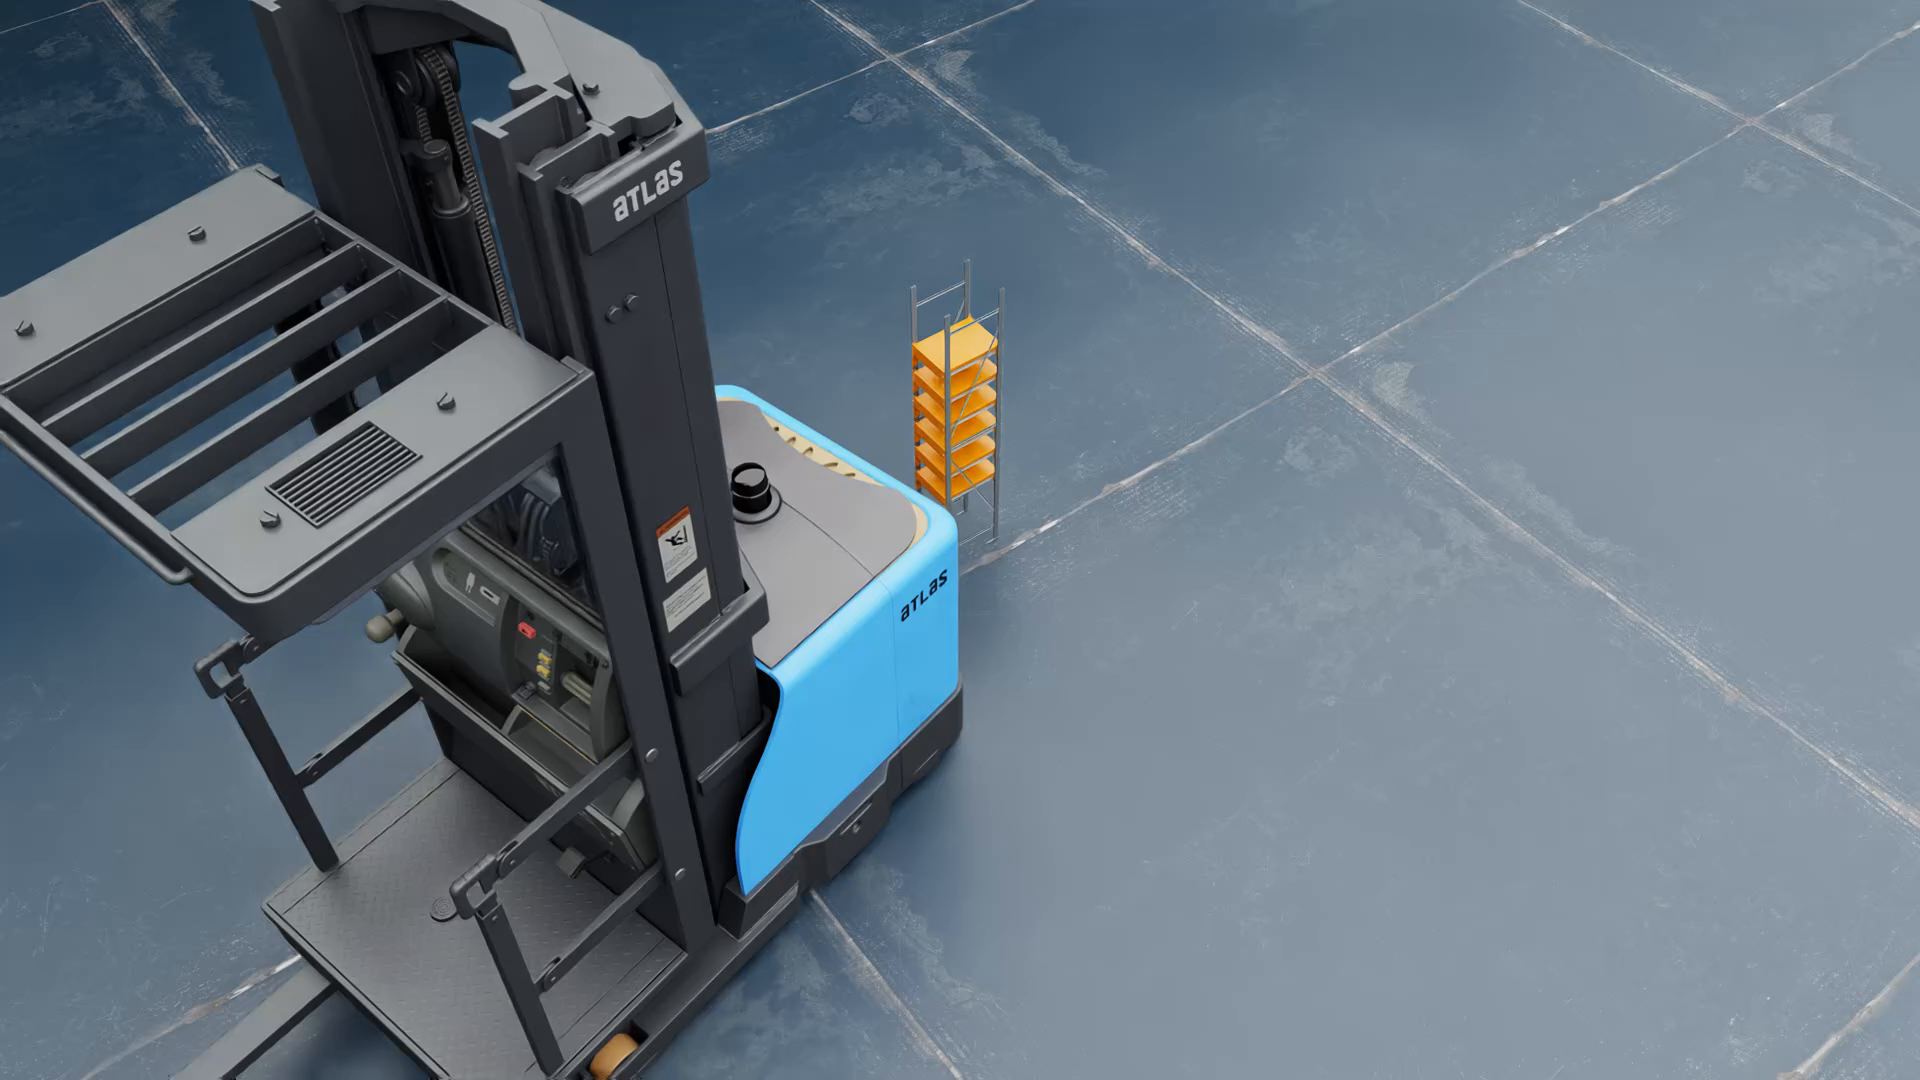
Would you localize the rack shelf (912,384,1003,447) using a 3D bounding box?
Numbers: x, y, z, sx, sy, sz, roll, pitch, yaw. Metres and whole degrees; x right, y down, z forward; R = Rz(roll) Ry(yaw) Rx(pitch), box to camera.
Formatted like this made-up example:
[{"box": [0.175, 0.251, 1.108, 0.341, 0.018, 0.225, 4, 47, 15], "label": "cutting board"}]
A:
[{"box": [-0.009, -0.462, 5.757, 0.258, 0.103, 0.180, -29, 54, -24], "label": "rack shelf"}]

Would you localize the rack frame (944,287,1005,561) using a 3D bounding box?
[{"box": [0.047, -0.358, 5.764, 0.240, 1.200, 0.006, -29, 54, -24], "label": "rack frame"}]

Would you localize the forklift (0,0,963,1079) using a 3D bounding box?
[{"box": [-1.313, 0.290, 4.009, 1.130, 2.935, 3.031, 31, 55, 25], "label": "forklift"}]

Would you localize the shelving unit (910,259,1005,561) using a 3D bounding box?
[{"box": [-0.009, -0.412, 5.813, 0.258, 1.200, 0.189, -29, 54, -24], "label": "shelving unit"}]

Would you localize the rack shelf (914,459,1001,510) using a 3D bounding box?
[{"box": [-0.009, -0.220, 6.024, 0.258, 0.103, 0.180, -29, 54, -24], "label": "rack shelf"}]

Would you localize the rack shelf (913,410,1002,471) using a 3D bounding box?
[{"box": [-0.009, -0.382, 5.846, 0.258, 0.103, 0.180, -29, 54, -24], "label": "rack shelf"}]

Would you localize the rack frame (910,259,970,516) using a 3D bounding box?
[{"box": [-0.064, -0.465, 5.862, 0.240, 1.200, 0.006, -29, 54, -24], "label": "rack frame"}]

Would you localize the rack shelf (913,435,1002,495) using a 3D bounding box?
[{"box": [-0.009, -0.301, 5.935, 0.258, 0.103, 0.180, -29, 54, -24], "label": "rack shelf"}]

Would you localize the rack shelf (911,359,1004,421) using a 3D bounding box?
[{"box": [-0.009, -0.543, 5.668, 0.258, 0.103, 0.180, -29, 54, -24], "label": "rack shelf"}]

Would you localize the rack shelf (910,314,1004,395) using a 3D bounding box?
[{"box": [-0.009, -0.623, 5.579, 0.258, 0.103, 0.180, -29, 54, -24], "label": "rack shelf"}]
